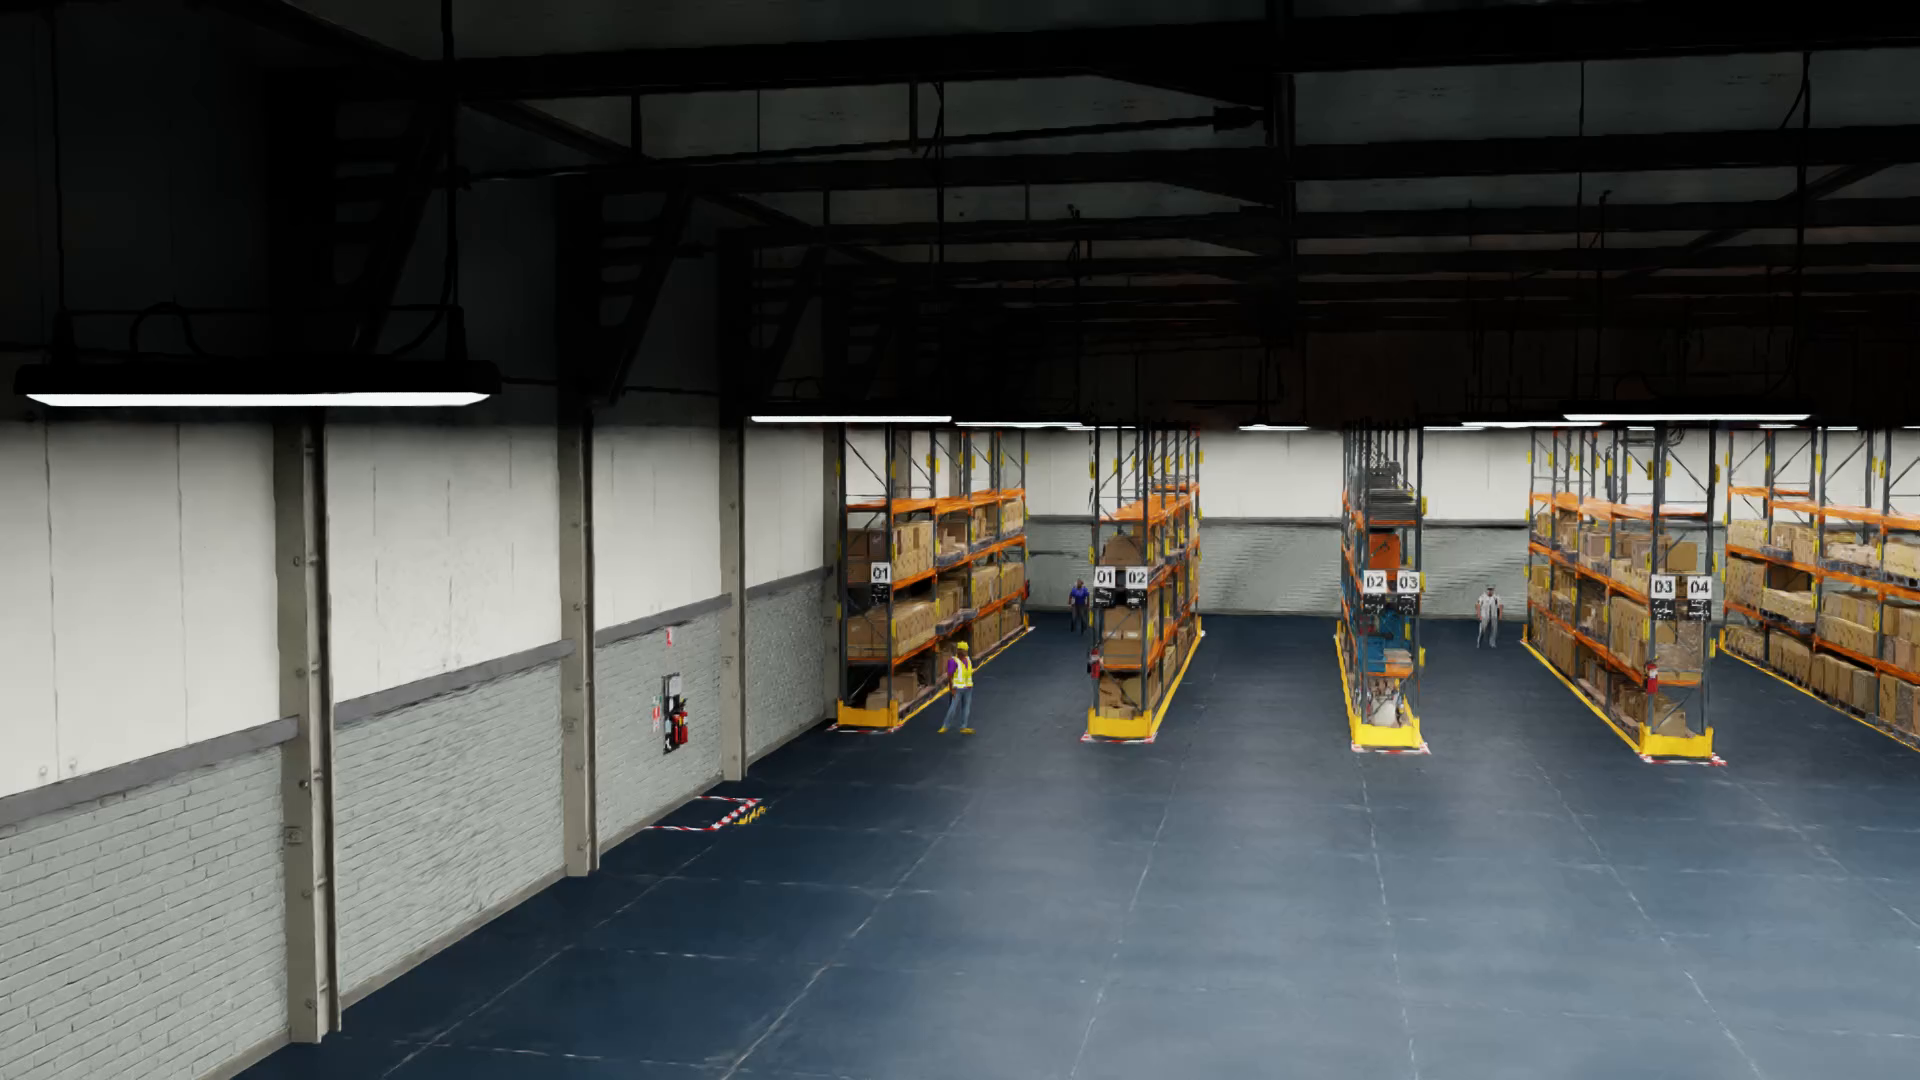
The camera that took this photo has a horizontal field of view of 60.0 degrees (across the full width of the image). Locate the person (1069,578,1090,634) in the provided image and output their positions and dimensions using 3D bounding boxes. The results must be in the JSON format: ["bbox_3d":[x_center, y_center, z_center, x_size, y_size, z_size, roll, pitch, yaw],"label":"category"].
[{"bbox_3d":[3.374,1.874,47.107,0.571,1.604,0.518,1,4,9],"label":"person"}]

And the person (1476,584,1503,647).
[{"bbox_3d":[14.062,2.004,44.201,0.682,1.715,0.542,1,4,10],"label":"person"}]

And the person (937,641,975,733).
[{"bbox_3d":[-0.080,2.798,31.565,0.722,1.764,0.481,-3,5,-36],"label":"person"}]

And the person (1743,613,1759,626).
[{"bbox_3d":[22.813,1.806,47.847,0.524,1.624,0.928,3,5,35],"label":"person"}]
